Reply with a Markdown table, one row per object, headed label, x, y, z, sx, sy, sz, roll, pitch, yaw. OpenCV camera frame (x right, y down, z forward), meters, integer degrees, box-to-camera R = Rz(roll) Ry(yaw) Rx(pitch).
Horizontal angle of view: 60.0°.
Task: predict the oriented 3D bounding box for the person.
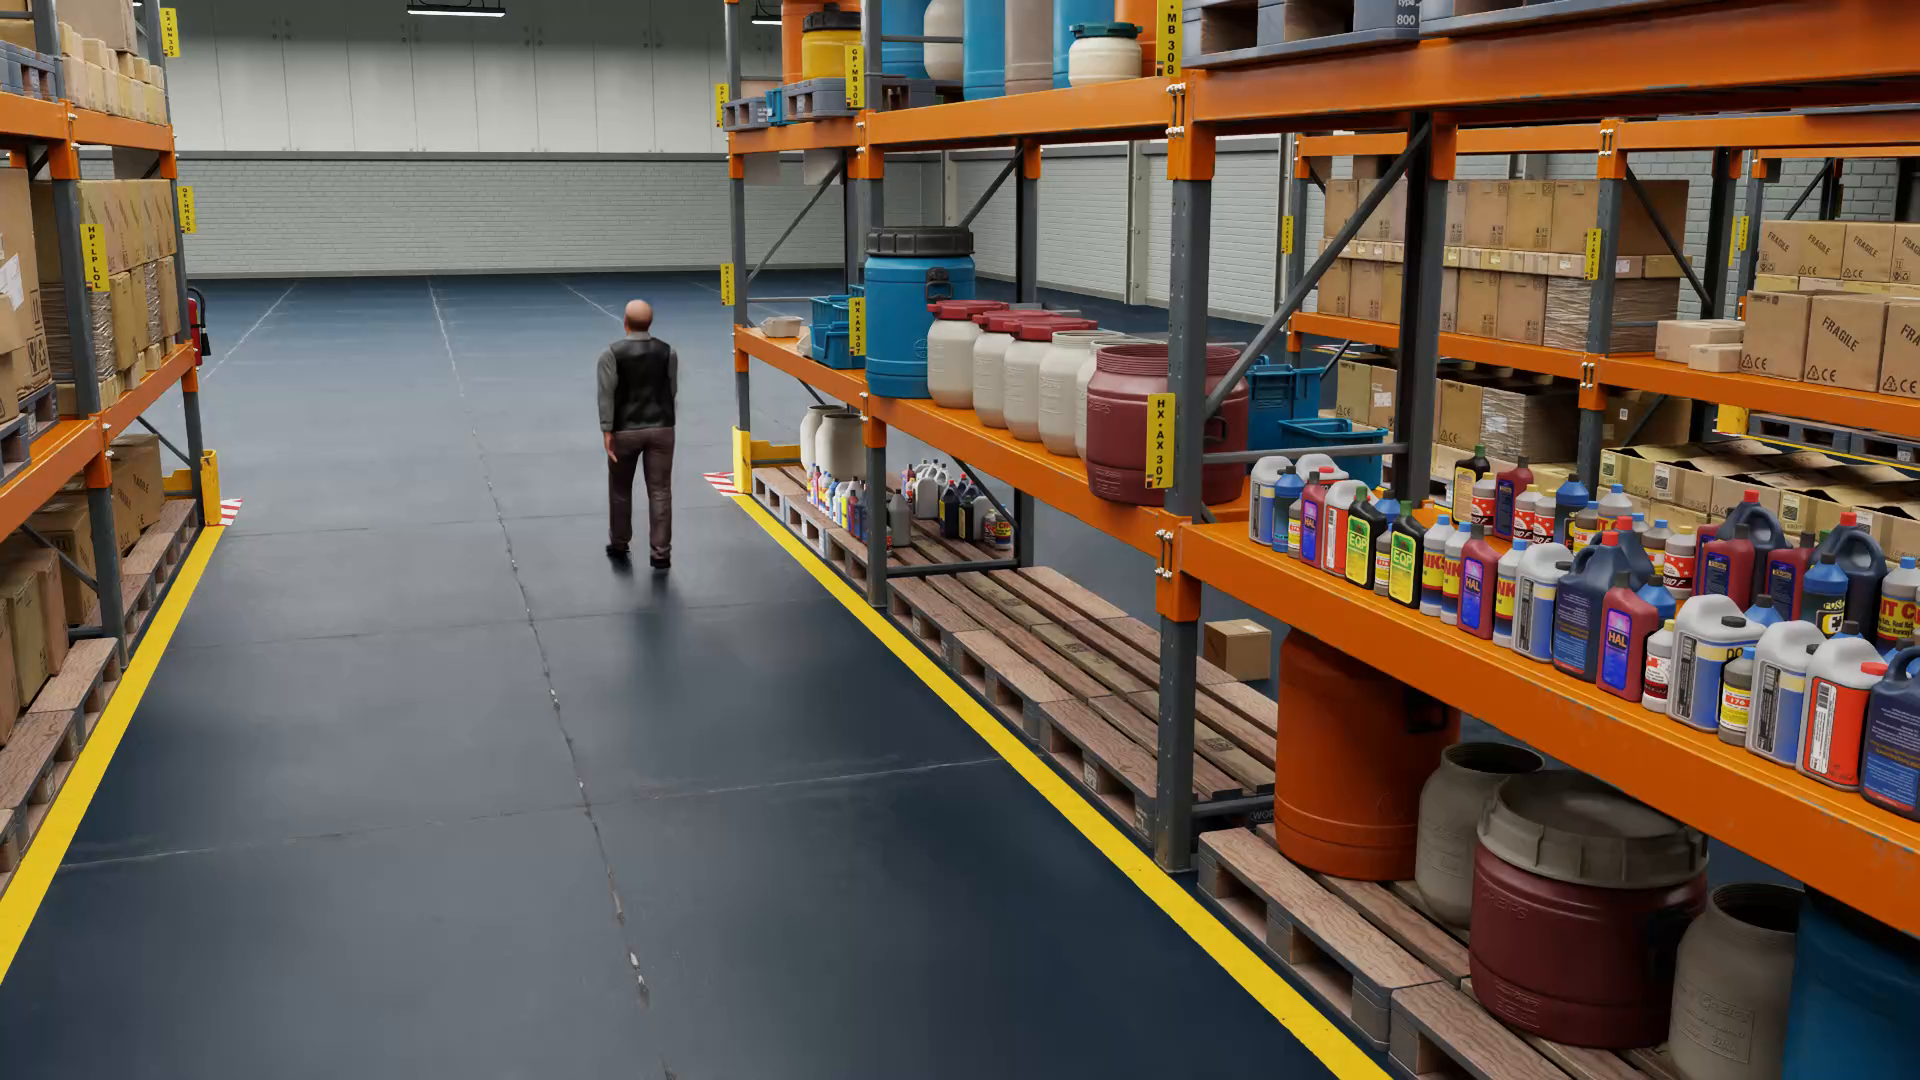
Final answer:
| label | x | y | z | sx | sy | sz | roll | pitch | yaw |
| --- | --- | --- | --- | --- | --- | --- | --- | --- | --- |
| person | -2.068 | -0.692 | 10.673 | 0.531 | 1.699 | 0.933 | -4 | 13 | -18 |
